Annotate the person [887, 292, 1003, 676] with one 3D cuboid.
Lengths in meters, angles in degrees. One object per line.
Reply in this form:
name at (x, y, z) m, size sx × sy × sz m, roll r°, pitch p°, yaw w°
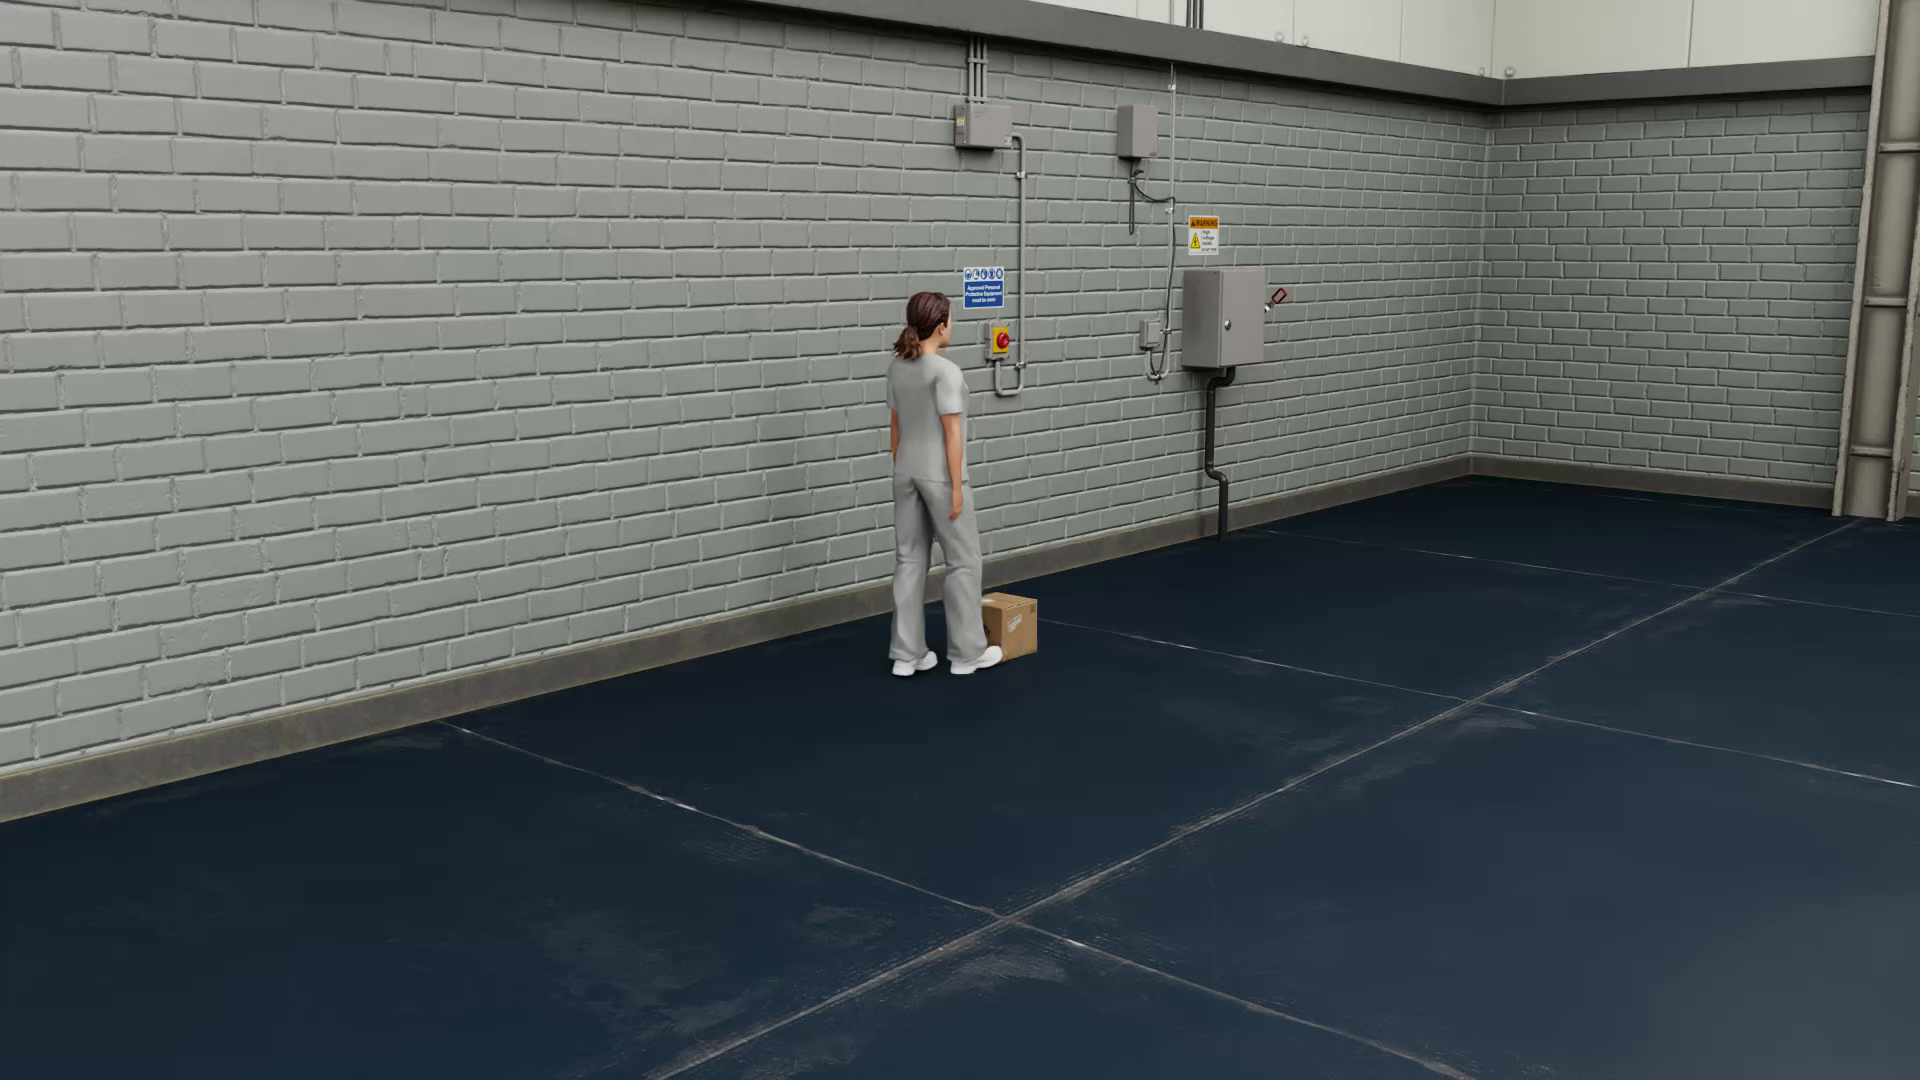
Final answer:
person at (-0.086, -0.245, 7.279) m, size 0.442 × 1.670 × 0.520 m, roll 9°, pitch 14°, yaw 42°
